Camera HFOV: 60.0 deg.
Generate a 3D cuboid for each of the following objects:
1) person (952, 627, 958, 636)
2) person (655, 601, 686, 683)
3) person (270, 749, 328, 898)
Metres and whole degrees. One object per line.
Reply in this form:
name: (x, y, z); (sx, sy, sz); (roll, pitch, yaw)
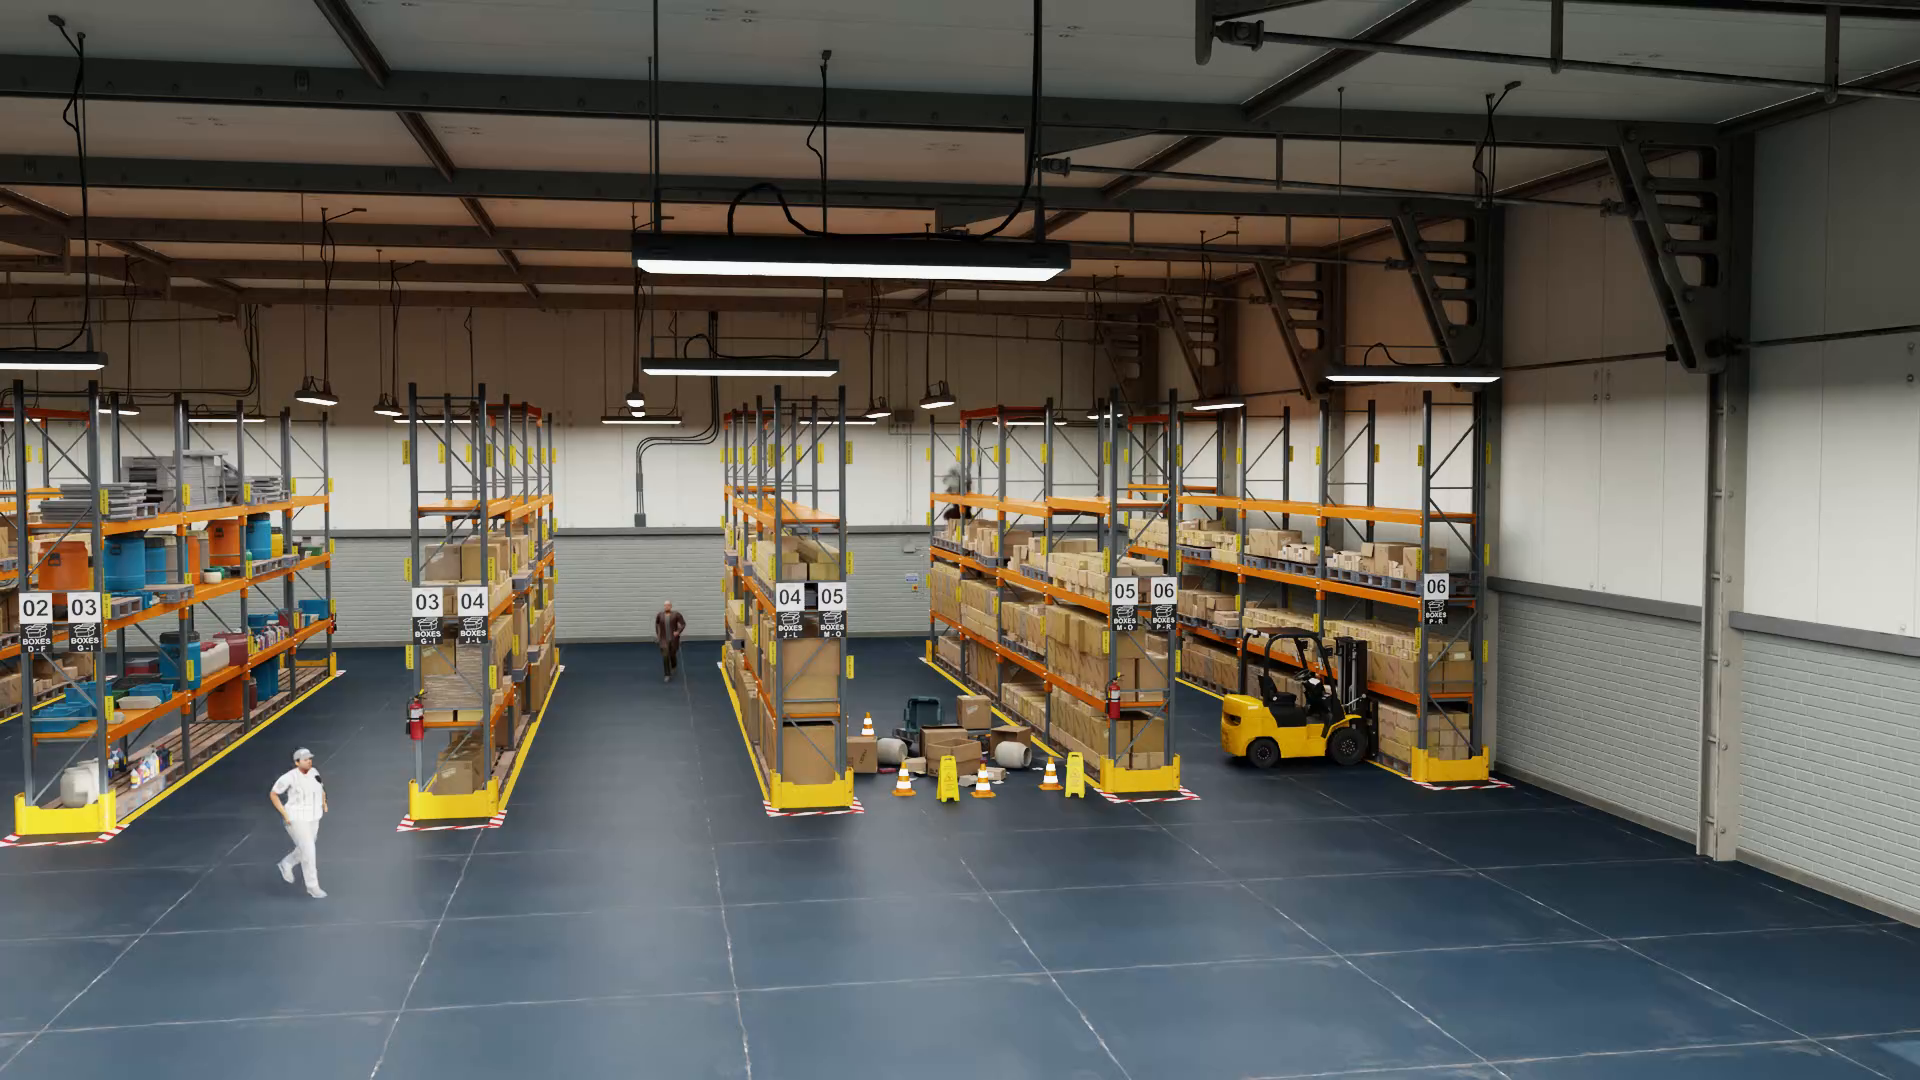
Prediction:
person: (0.007, 1.923, 41.811); (0.731, 1.605, 0.600); (2, 3, 31)
person: (-6.464, 2.244, 37.116); (0.709, 1.802, 0.881); (0, 3, 0)
person: (-7.550, 3.218, 19.064); (0.842, 1.675, 0.617); (1, 3, 25)
